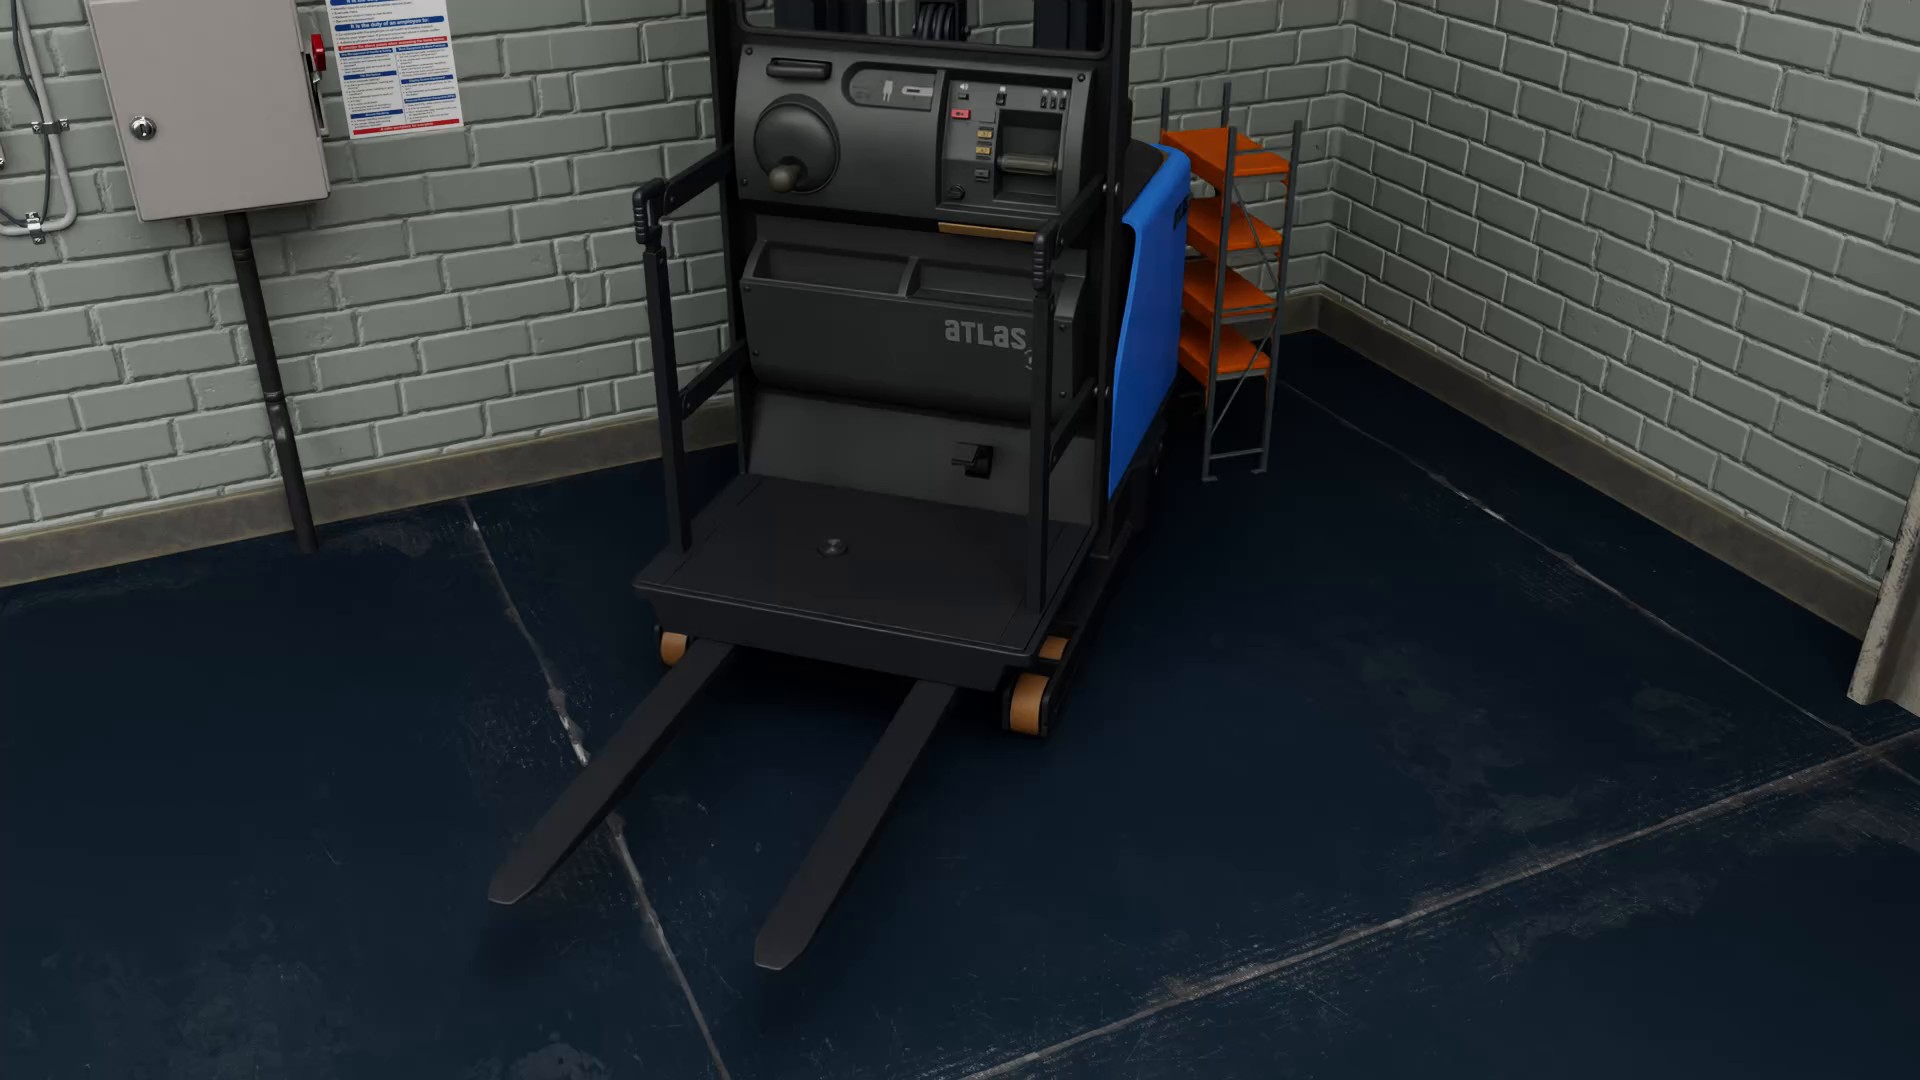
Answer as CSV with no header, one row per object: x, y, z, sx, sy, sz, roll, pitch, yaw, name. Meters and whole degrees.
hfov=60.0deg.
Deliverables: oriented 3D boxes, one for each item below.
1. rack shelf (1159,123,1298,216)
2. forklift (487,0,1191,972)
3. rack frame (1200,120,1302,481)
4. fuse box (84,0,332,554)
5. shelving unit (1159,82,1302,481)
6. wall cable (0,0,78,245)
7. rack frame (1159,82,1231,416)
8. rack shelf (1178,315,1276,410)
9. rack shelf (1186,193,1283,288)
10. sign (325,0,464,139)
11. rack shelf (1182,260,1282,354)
0.854,-1.199,5.357,0.258,0.148,0.480,-9,30,-16,rack shelf
-0.196,-0.988,4.016,1.130,2.935,3.031,9,31,16,forklift
0.929,-0.742,5.347,0.240,1.200,0.015,-9,30,-16,rack frame
-2.000,-0.711,4.768,0.539,1.711,0.414,-13,32,-22,fuse box
0.853,-0.856,5.549,0.258,1.200,0.503,-9,30,-16,shelving unit
-2.684,-1.642,4.073,0.588,1.984,0.122,-13,32,-22,wall cable
0.778,-0.969,5.751,0.240,1.200,0.015,-9,30,-16,rack frame
0.853,-0.624,5.679,0.258,0.148,0.480,-9,30,-16,rack shelf
0.854,-0.992,5.472,0.258,0.148,0.480,-9,30,-16,rack shelf
-1.642,-1.427,4.824,0.329,0.494,0.001,-13,32,-22,sign
0.853,-0.797,5.582,0.258,0.148,0.480,-9,30,-16,rack shelf
